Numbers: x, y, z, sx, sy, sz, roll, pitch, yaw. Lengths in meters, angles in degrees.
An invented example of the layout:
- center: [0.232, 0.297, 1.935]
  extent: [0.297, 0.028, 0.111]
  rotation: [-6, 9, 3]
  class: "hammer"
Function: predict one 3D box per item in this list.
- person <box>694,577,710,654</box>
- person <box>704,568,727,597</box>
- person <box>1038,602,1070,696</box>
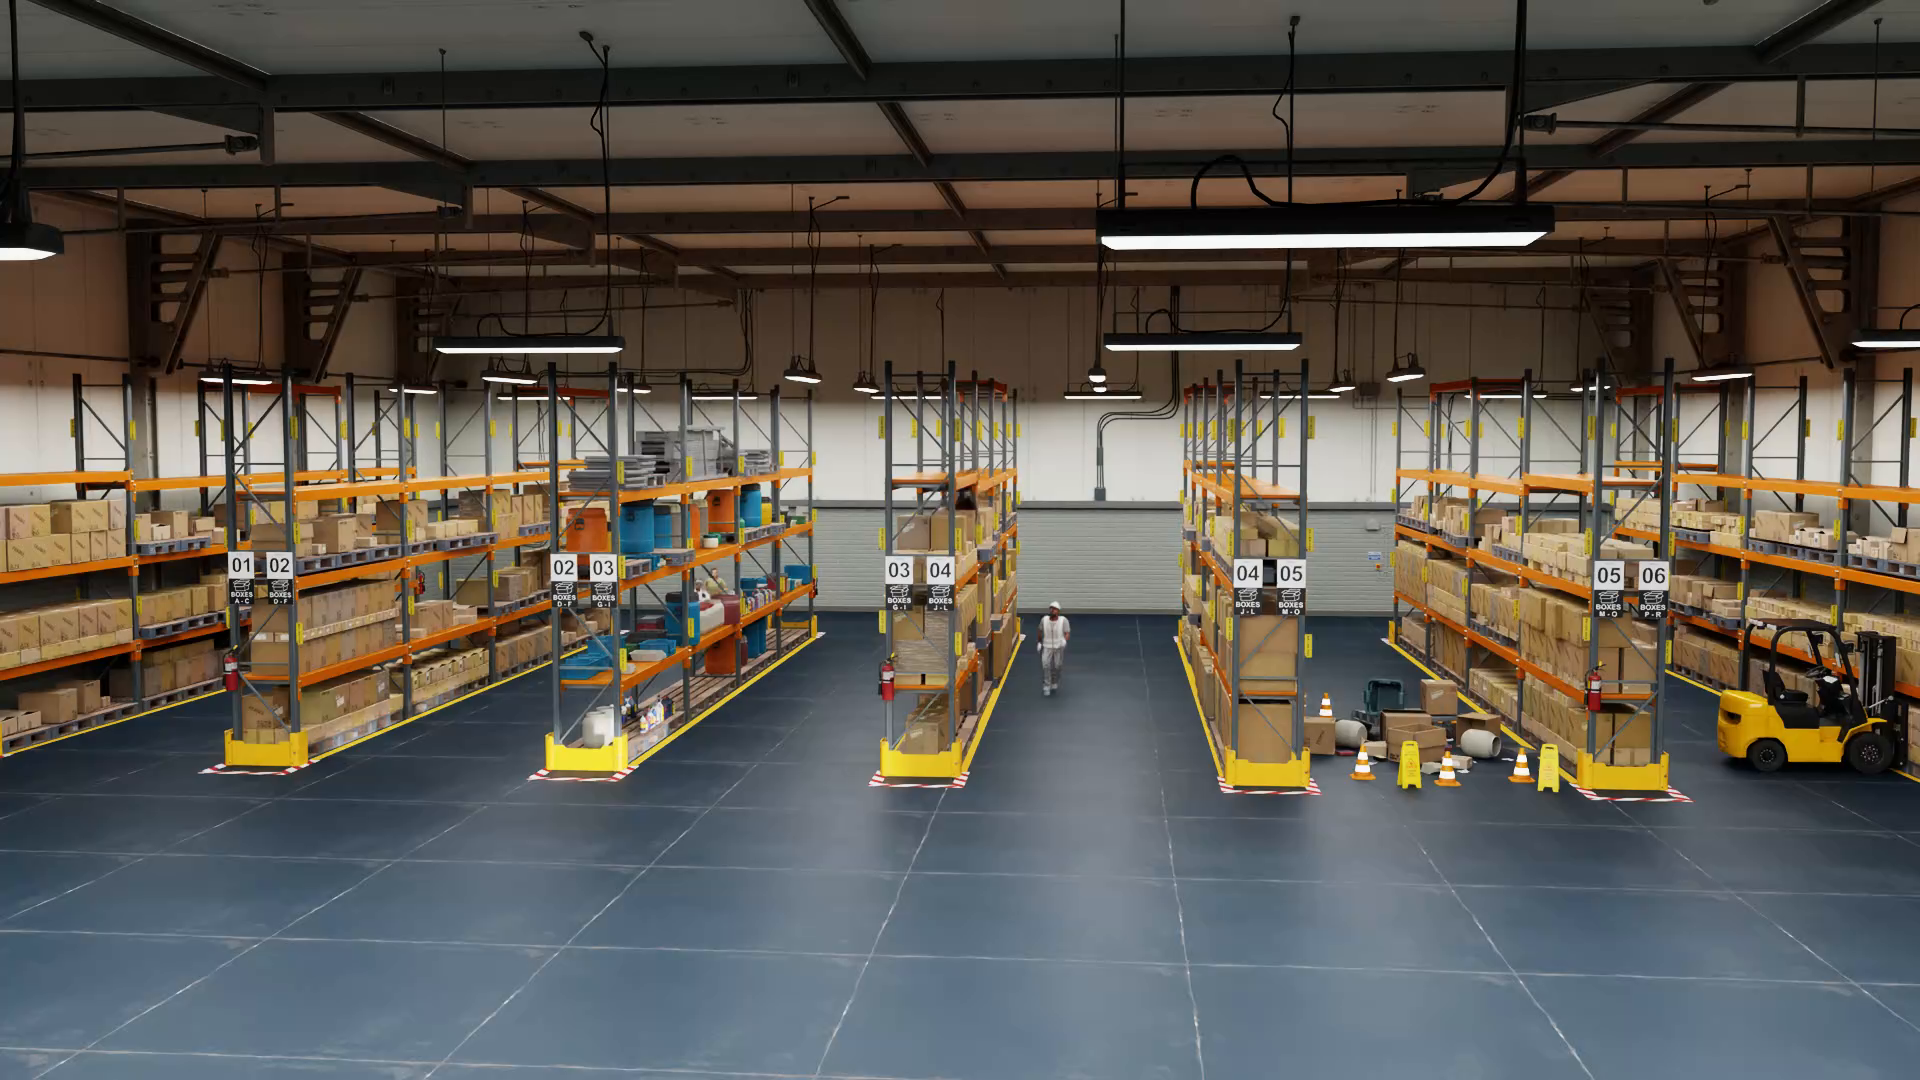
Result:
- center: [-5.831, 1.695, 36.816]
  extent: [0.606, 1.731, 0.963]
  rotation: [0, 4, 4]
  class: "person"
- center: [-5.952, 1.528, 40.373]
  extent: [0.597, 1.690, 0.823]
  rotation: [0, 4, 7]
  class: "person"
- center: [1.781, 2.083, 31.707]
  extent: [0.636, 1.807, 0.876]
  rotation: [0, 4, 8]
  class: "person"
